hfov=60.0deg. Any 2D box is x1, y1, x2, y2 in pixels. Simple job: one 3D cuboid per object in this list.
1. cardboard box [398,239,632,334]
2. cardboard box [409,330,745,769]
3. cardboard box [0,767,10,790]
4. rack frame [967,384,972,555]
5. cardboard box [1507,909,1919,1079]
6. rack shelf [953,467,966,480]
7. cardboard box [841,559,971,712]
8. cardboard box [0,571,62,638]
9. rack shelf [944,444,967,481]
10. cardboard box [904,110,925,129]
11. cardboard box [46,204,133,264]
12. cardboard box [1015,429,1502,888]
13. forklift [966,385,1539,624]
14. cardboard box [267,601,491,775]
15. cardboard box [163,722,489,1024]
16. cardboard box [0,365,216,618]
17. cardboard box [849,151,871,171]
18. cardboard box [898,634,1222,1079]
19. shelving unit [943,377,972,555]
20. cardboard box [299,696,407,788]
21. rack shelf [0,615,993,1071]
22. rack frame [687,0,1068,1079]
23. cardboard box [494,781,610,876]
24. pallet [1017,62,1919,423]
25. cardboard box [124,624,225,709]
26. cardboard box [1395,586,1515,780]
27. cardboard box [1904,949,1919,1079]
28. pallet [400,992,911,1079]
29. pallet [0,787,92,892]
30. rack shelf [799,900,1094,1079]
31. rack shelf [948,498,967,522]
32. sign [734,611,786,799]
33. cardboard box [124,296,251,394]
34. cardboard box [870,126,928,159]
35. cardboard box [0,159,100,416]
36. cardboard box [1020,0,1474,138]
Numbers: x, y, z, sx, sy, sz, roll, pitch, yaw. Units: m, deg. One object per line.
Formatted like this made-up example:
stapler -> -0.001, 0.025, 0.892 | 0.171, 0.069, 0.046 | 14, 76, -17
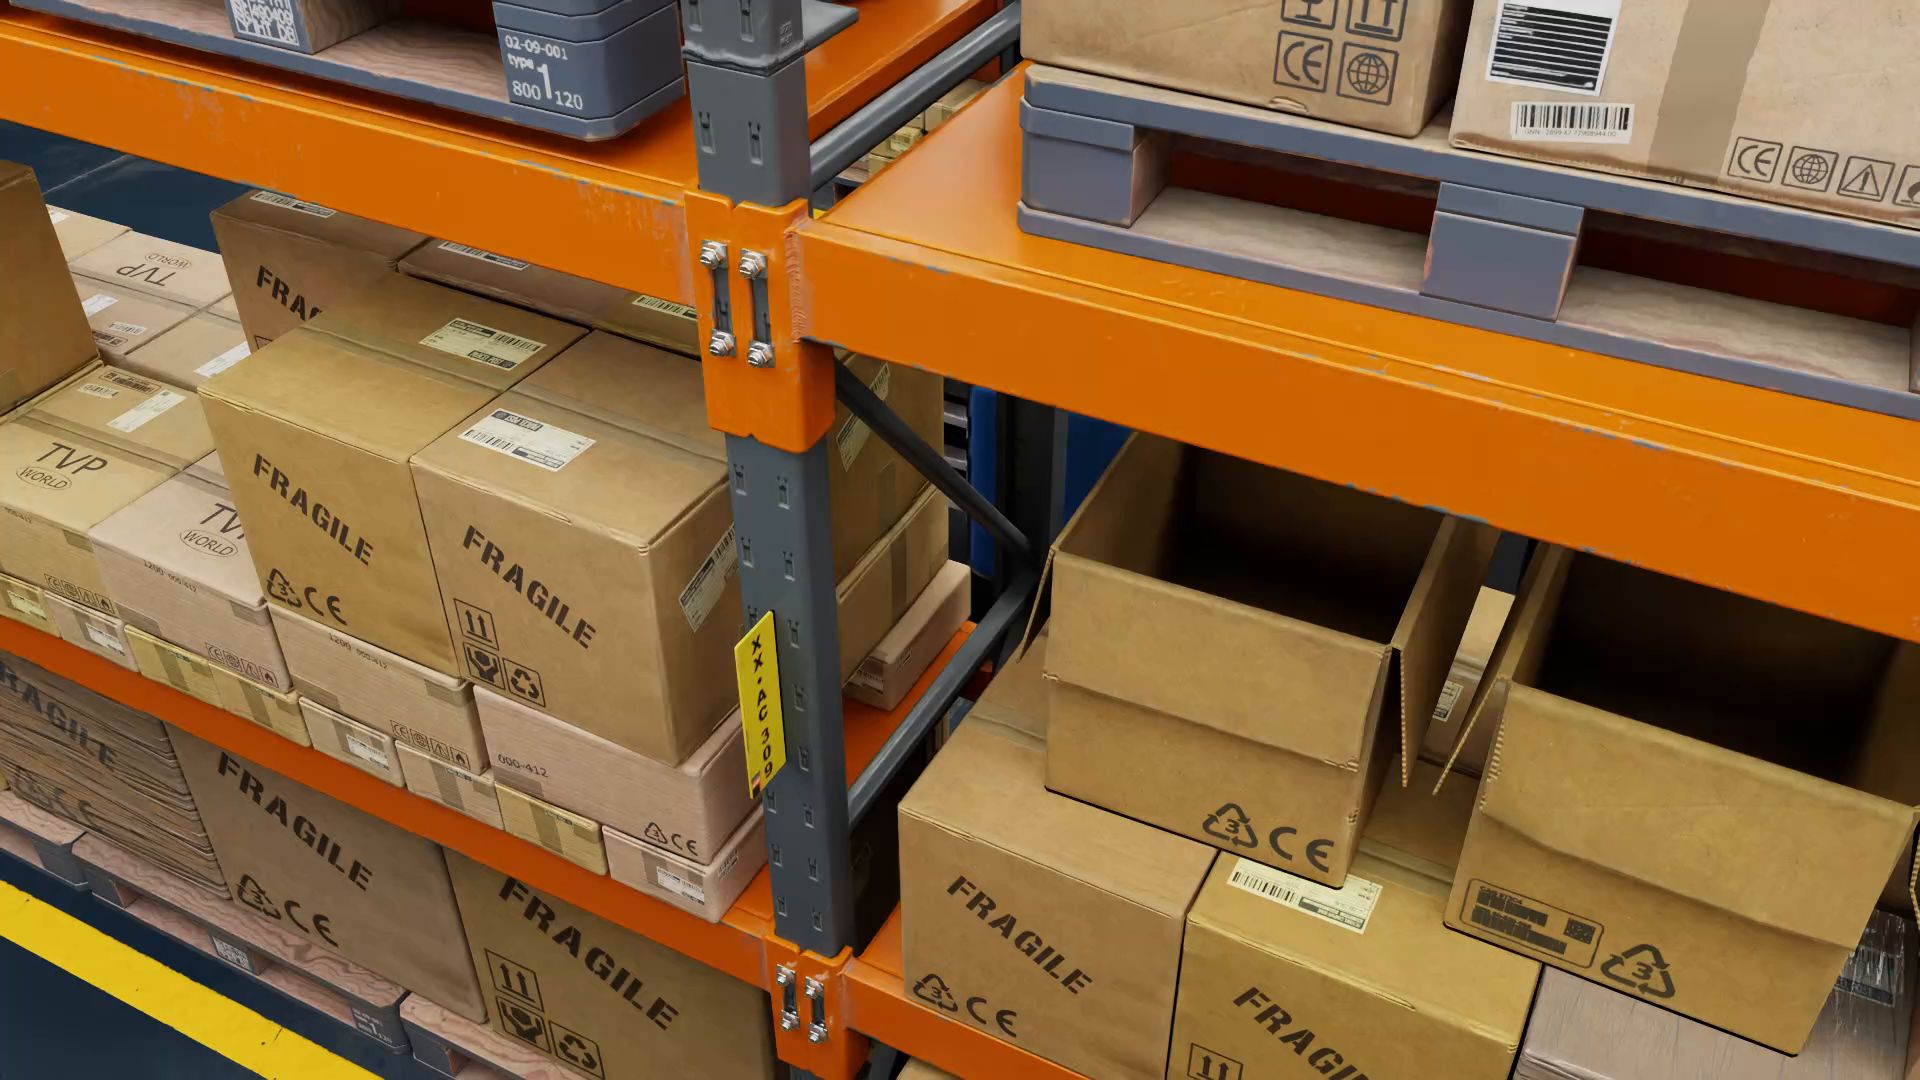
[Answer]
cardboard box -> -0.803, -0.425, 3.587 | 0.500, 0.500, 0.500 | 17, 41, 21
cardboard box -> -0.592, 0.002, 3.024 | 0.500, 0.500, 0.500 | 19, 41, 23
cardboard box -> -3.008, 0.045, 5.119 | 0.875, 0.875, 0.875 | 17, 41, 21
rack frame -> 0.083, -0.332, 5.944 | 0.006, 0.900, 0.240 | 17, 41, 21
cardboard box -> 1.123, 0.845, 2.574 | 0.500, 0.500, 0.500 | 16, 40, 20
rack shelf -> -0.007, -0.262, 6.055 | 0.200, 0.077, 0.258 | 17, 41, 21
cardboard box -> -0.171, 0.183, 3.736 | 0.250, 0.149, 0.380 | 17, 41, 22
cardboard box -> -2.083, 0.034, 3.932 | 0.250, 0.149, 0.380 | 16, 40, 20
rack shelf -> -0.007, -0.334, 6.001 | 0.200, 0.077, 0.258 | 17, 41, 21
cardboard box -> -0.210, -2.169, 8.145 | 0.250, 0.149, 0.380 | 15, 40, 19
cardboard box -> -2.611, -0.694, 4.561 | 0.500, 0.250, 0.500 | 17, 40, 21
cardboard box -> 0.510, 0.077, 2.755 | 0.637, 0.503, 0.797 | 16, 40, 20
forklift -> 1.580, -0.717, 4.770 | 3.031, 2.935, 1.130 | 16, 40, 20
cardboard box -> -1.035, 0.160, 3.436 | 0.500, 0.250, 0.500 | 19, 41, 23
cardboard box -> -1.410, 0.546, 4.460 | 0.875, 0.875, 0.875 | 17, 41, 21
cardboard box -> -1.936, -0.124, 3.811 | 0.500, 0.250, 0.500 | 17, 40, 21
cardboard box -> -0.431, -2.024, 8.445 | 0.250, 0.149, 0.380 | 18, 41, 22
cardboard box -> 0.232, 0.566, 2.941 | 0.500, 0.500, 0.500 | 18, 41, 22
shelving unit -> -0.007, -0.361, 5.981 | 0.210, 0.900, 0.258 | 17, 41, 21
cardboard box -> -1.168, 0.320, 3.555 | 0.250, 0.149, 0.380 | 18, 41, 22
rack shelf -> -1.837, 0.074, 4.267 | 4.000, 0.370, 1.077 | 17, 41, 21
rack frame -> -0.061, 0.344, 3.317 | 0.127, 3.000, 1.000 | 17, 41, 21
cardboard box -> -0.712, 0.463, 3.367 | 0.250, 0.149, 0.380 | 18, 41, 22
pallet -> 0.776, -0.547, 2.167 | 1.217, 0.209, 0.805 | 16, 40, 20
cardboard box -> -1.624, 0.178, 3.743 | 0.250, 0.149, 0.380 | 17, 40, 21
cardboard box -> 0.916, 0.428, 3.122 | 0.500, 0.500, 0.500 | 19, 41, 23
cardboard box -> 1.673, 0.439, 2.279 | 0.637, 0.503, 0.797 | 19, 41, 23
pallet -> -0.700, 1.201, 4.494 | 1.213, 0.211, 1.003 | 17, 41, 21
pallet -> -2.867, 0.522, 5.387 | 1.213, 0.211, 1.003 | 17, 41, 21
rack shelf -> 1.715, 1.186, 2.801 | 4.000, 0.370, 1.077 | 17, 41, 21
rack shelf -> -0.007, -0.191, 6.110 | 0.200, 0.077, 0.258 | 17, 41, 21
sign -> -0.315, 0.266, 2.638 | 0.005, 0.325, 0.100 | 17, 41, 21
cardboard box -> -1.694, -0.410, 4.187 | 0.500, 0.250, 0.500 | 17, 41, 22
cardboard box -> -0.242, -2.014, 8.186 | 0.250, 0.149, 0.380 | 19, 41, 23
cardboard box -> -2.404, -0.568, 3.775 | 0.500, 0.500, 0.500 | 16, 40, 20
cardboard box -> 0.458, -0.902, 2.047 | 0.500, 0.500, 0.700 | 18, 41, 23
